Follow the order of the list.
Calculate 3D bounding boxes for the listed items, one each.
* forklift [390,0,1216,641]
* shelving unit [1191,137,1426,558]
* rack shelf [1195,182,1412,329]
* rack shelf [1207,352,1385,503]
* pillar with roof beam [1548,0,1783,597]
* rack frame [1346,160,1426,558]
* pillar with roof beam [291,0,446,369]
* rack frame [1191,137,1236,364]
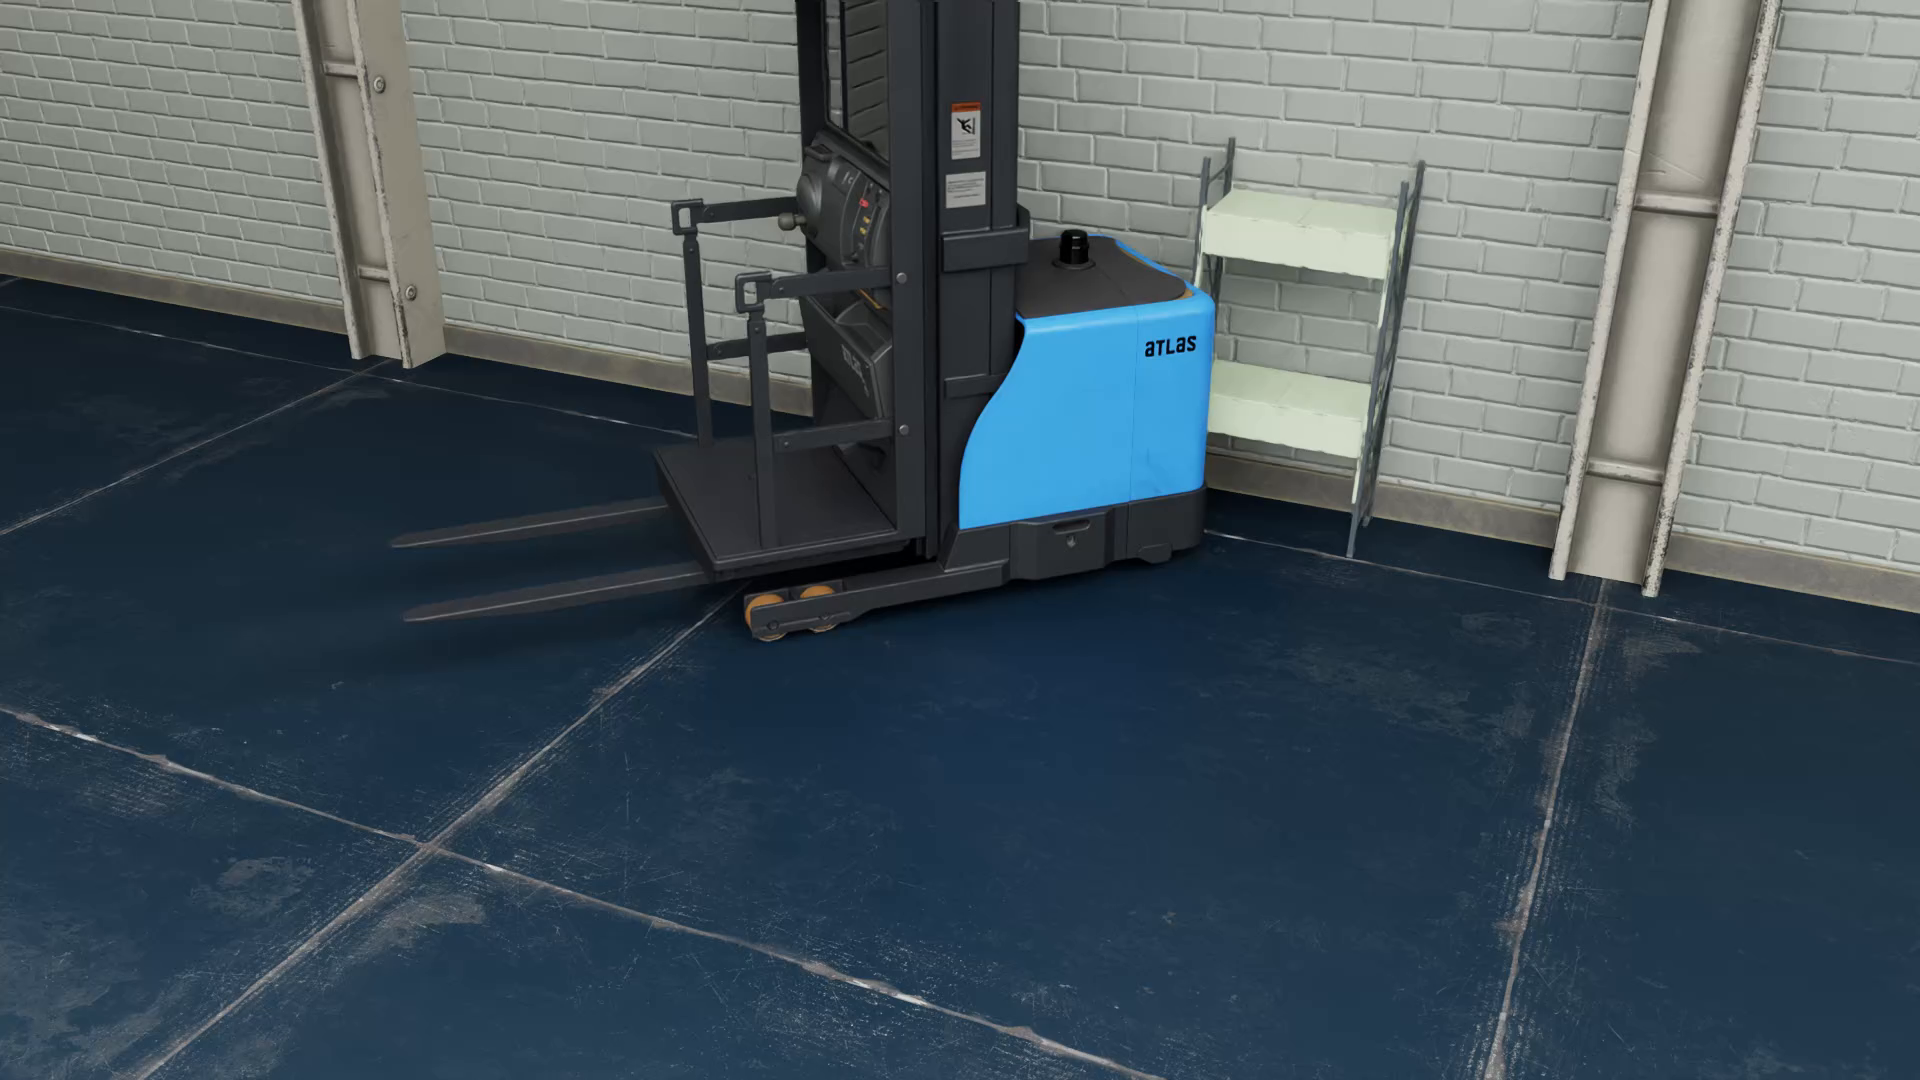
[{"bbox_3d":[-0.605,-1.213,5.896,3.031,2.935,1.130,-10,28,-19],"label":"forklift"},{"bbox_3d":[1.307,-0.753,6.554,0.755,1.500,0.431,12,28,20],"label":"shelving unit"},{"bbox_3d":[1.318,-1.103,6.381,0.720,0.370,0.431,12,28,20],"label":"rack shelf"},{"bbox_3d":[1.297,-0.461,6.698,0.720,0.370,0.431,12,28,20],"label":"rack shelf"},{"bbox_3d":[0.745,-2.186,1.001,0.400,9.000,9.100,11,28,22],"label":"pillar with roof beam"},{"bbox_3d":[1.643,-0.680,6.429,0.023,1.500,0.400,12,28,20],"label":"rack frame"},{"bbox_3d":[-4.717,-3.283,3.230,0.400,9.000,9.100,11,28,22],"label":"pillar with roof beam"},{"bbox_3d":[0.970,-0.826,6.679,0.023,1.500,0.400,12,28,20],"label":"rack frame"}]
